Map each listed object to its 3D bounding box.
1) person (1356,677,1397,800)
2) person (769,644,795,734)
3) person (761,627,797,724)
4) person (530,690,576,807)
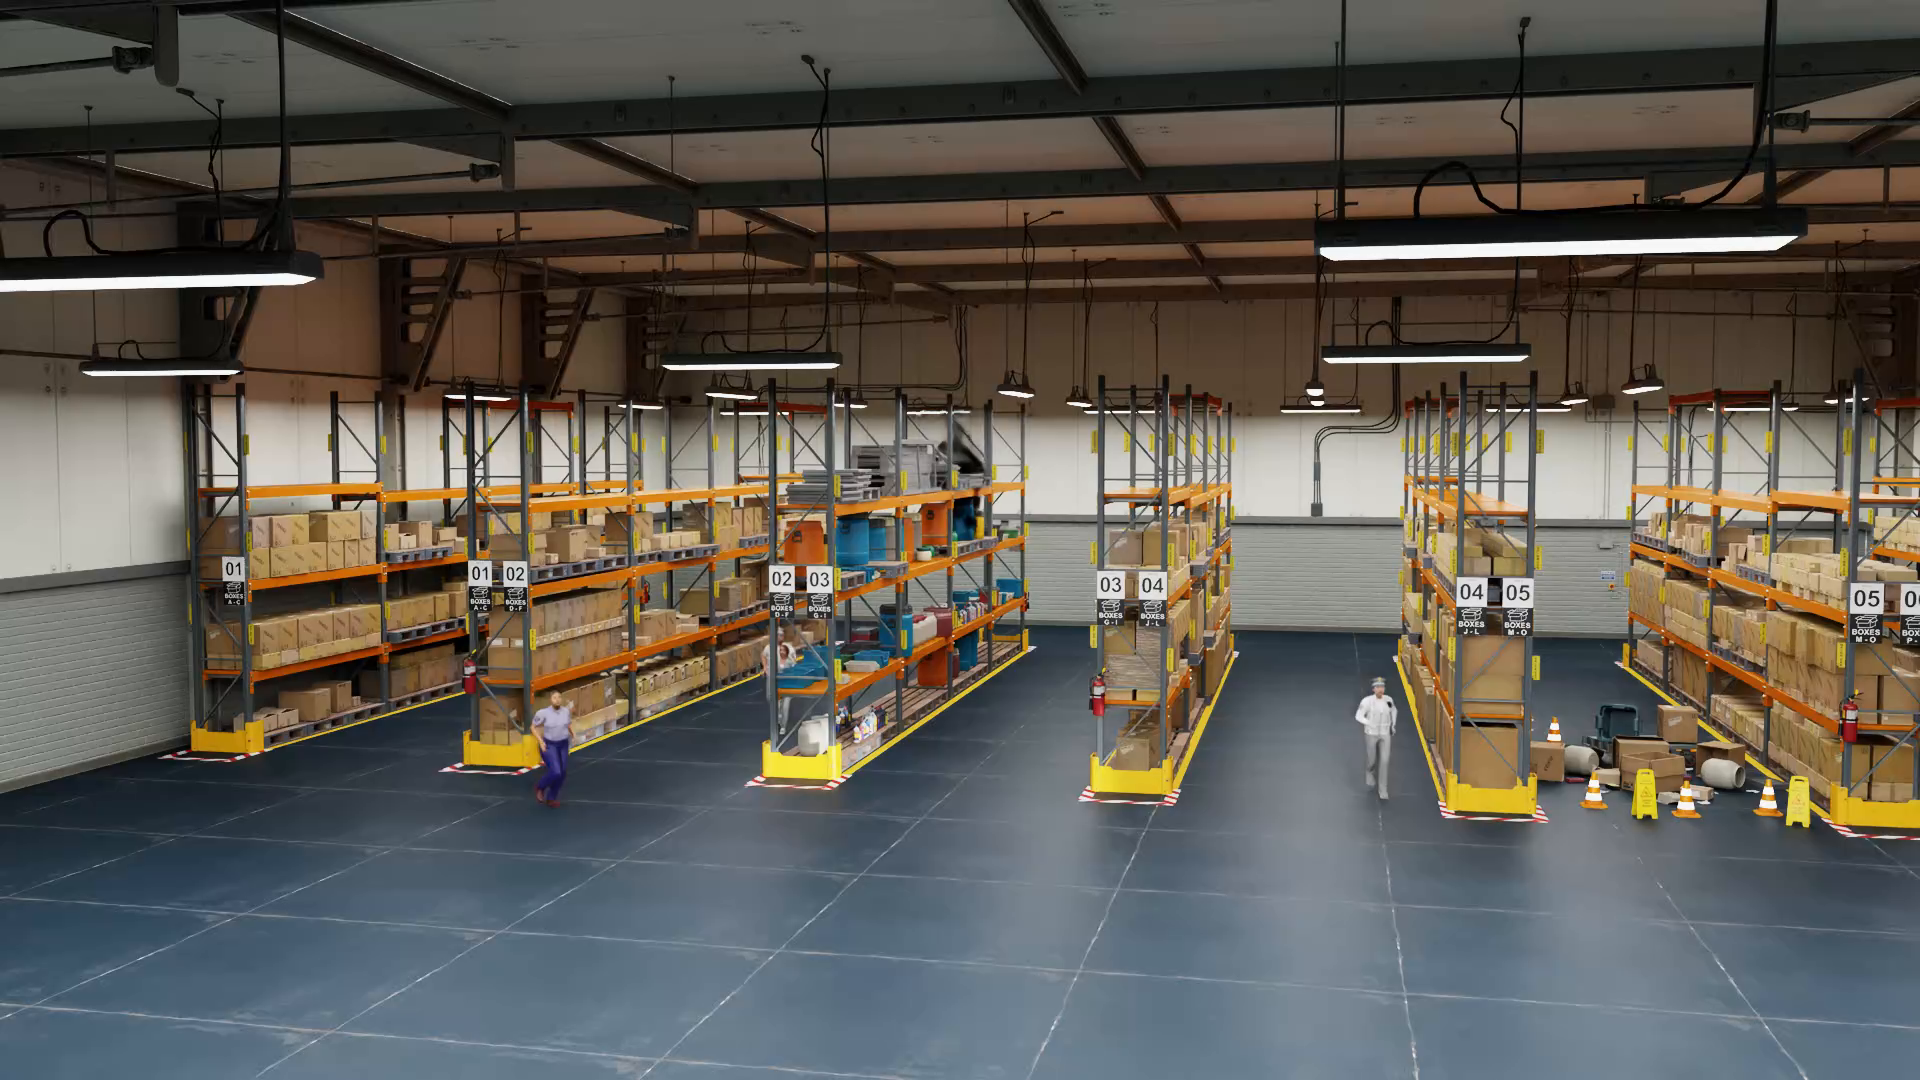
[{"bbox_3d":[5.933,2.786,23.742,0.561,1.689,0.943,0,3,4],"label":"person"},{"bbox_3d":[-3.066,2.581,28.857,0.537,1.554,0.547,0,3,3],"label":"person"},{"bbox_3d":[-3.256,2.426,29.724,0.668,1.740,0.594,0,3,3],"label":"person"},{"bbox_3d":[-5.575,2.887,23.005,0.561,1.614,0.592,3,5,44],"label":"person"}]
